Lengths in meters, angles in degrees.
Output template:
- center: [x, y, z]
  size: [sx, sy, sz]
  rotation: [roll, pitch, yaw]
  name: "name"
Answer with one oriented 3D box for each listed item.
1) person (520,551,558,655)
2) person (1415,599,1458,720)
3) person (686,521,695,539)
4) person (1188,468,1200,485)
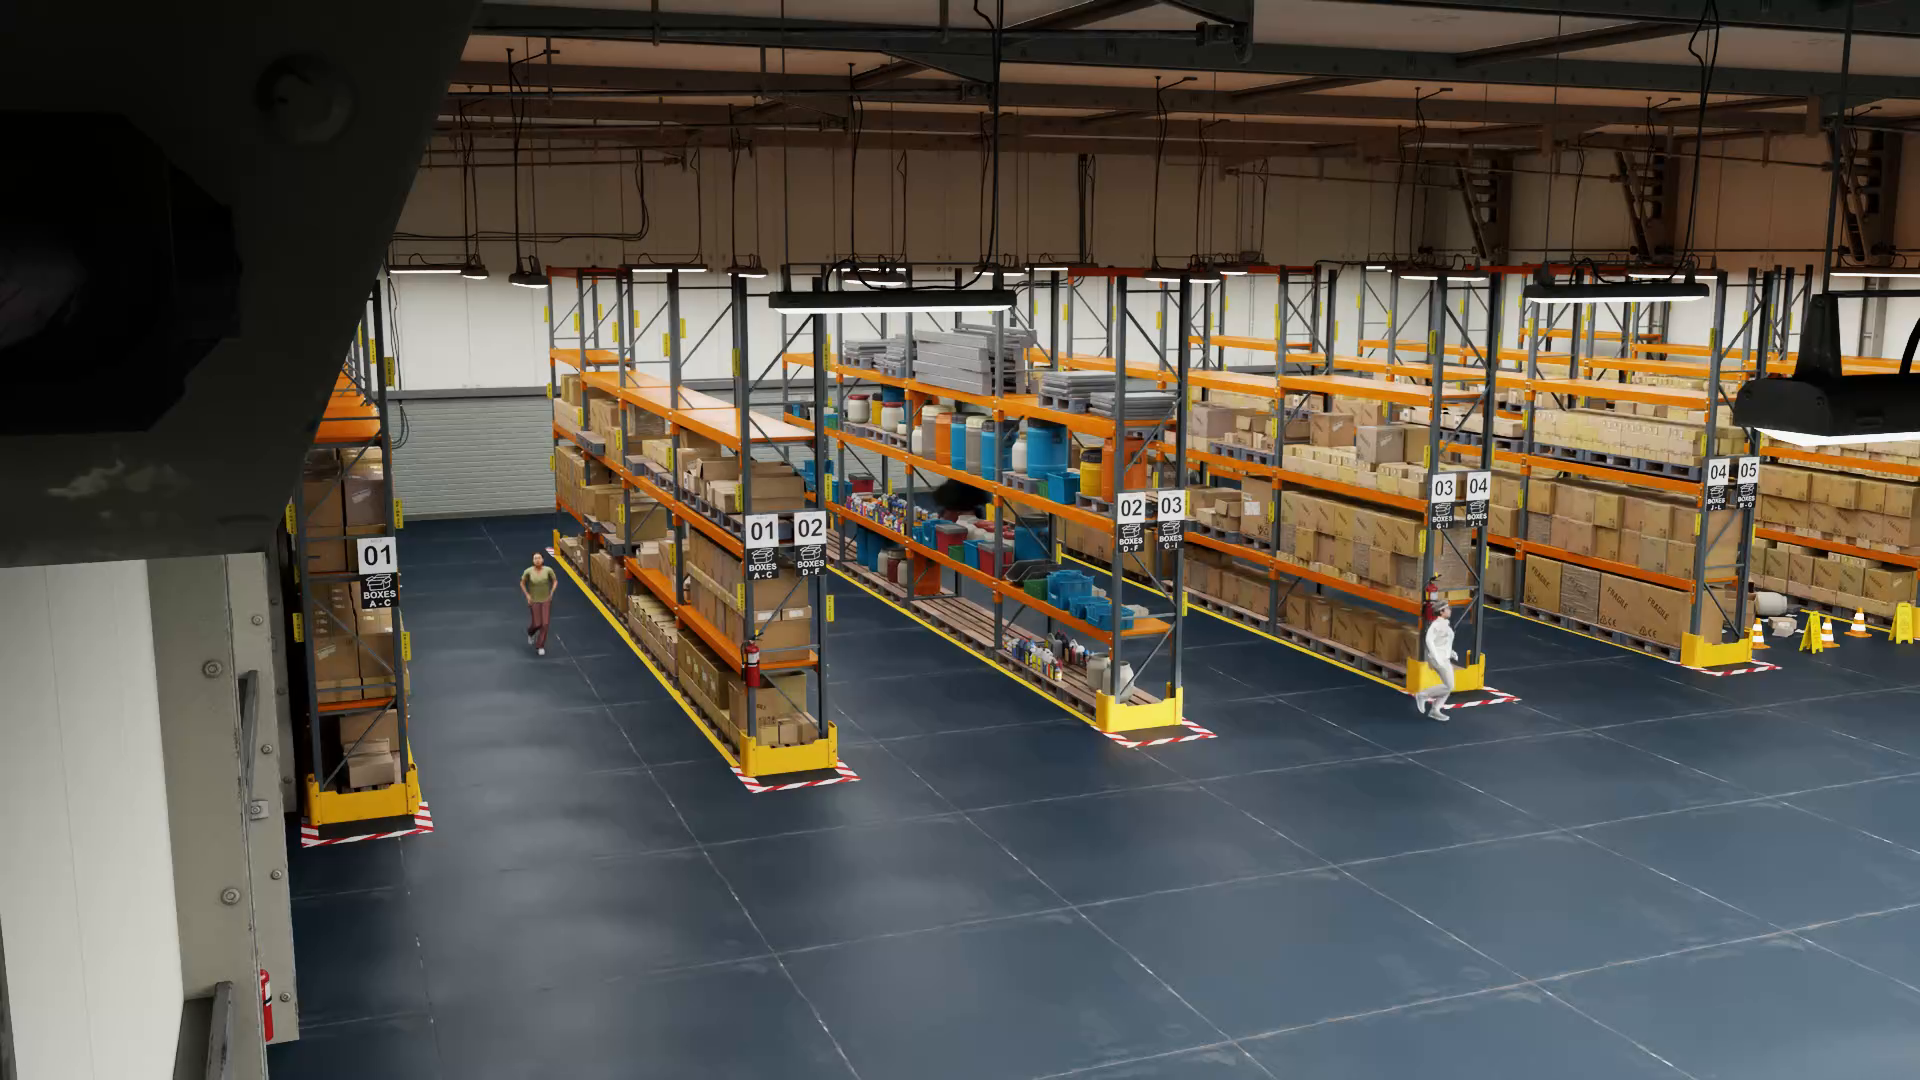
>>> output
- center: [-6.655, 0.980, 26.376]
  size: [0.574, 1.637, 0.583]
  rotation: [-4, 11, -22]
  name: "person"
- center: [6.531, 1.611, 22.731]
  size: [0.517, 1.636, 0.664]
  rotation: [4, 11, 20]
  name: "person"
- center: [-5.541, -0.416, 34.027]
  size: [0.665, 1.740, 0.571]
  rotation: [-5, 11, -25]
  name: "person"
- center: [5.957, -1.854, 42.183]
  size: [0.671, 1.831, 0.772]
  rotation: [9, 13, 42]
  name: "person"
